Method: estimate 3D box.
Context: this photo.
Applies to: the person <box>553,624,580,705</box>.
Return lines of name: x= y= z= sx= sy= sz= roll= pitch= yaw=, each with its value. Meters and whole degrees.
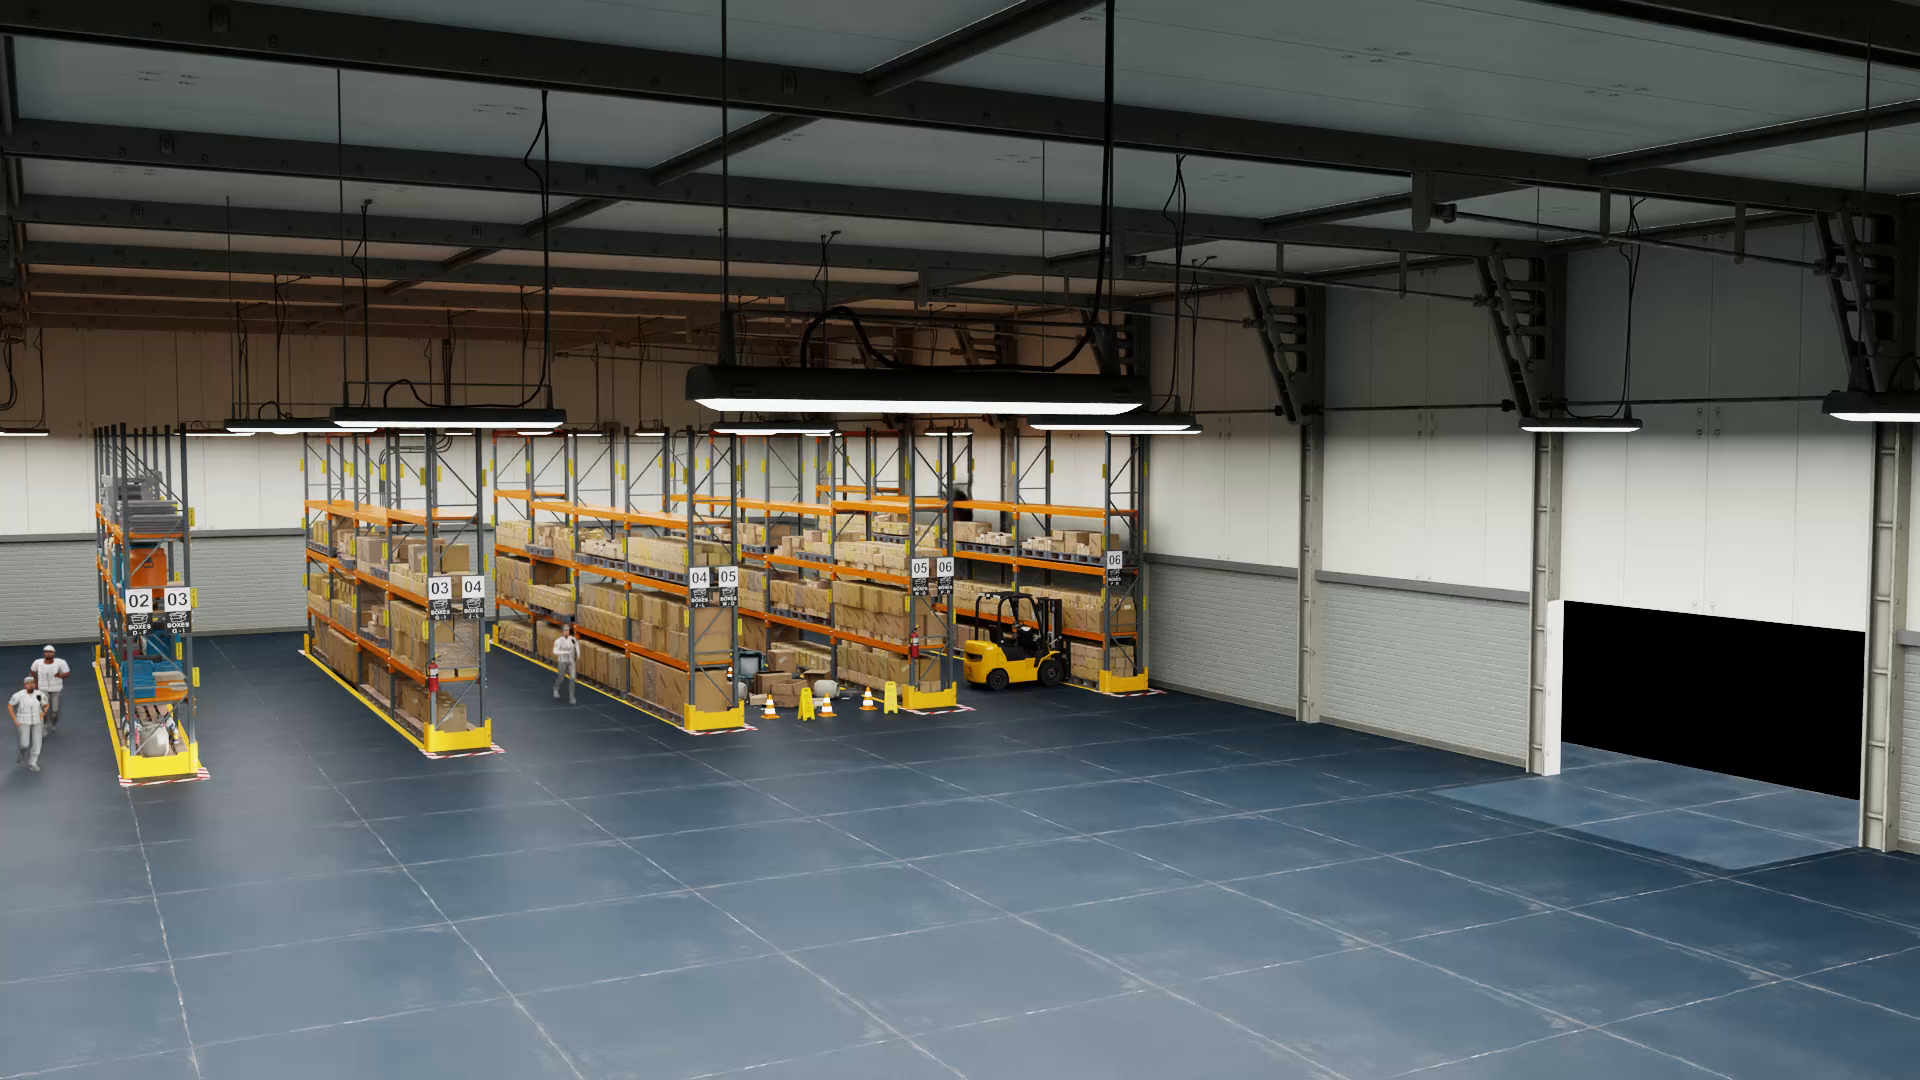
person: x=-8.591 y=2.680 z=36.265 sx=0.621 sy=1.729 sz=0.919 roll=-2 pitch=4 yaw=-29

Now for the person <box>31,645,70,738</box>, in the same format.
person: x=-17.558 y=2.918 z=32.108 sx=0.682 sy=1.792 sz=0.747 roll=-2 pitch=4 yaw=-26

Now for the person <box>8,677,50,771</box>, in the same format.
person: x=-16.068 y=3.174 z=28.740 sx=0.634 sy=1.635 sz=0.559 roll=-3 pitch=4 yaw=-38

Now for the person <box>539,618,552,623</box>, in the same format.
person: x=-12.190 y=1.893 z=49.104 sx=0.645 sy=1.752 sz=0.662 roll=-2 pitch=4 yaw=-36
